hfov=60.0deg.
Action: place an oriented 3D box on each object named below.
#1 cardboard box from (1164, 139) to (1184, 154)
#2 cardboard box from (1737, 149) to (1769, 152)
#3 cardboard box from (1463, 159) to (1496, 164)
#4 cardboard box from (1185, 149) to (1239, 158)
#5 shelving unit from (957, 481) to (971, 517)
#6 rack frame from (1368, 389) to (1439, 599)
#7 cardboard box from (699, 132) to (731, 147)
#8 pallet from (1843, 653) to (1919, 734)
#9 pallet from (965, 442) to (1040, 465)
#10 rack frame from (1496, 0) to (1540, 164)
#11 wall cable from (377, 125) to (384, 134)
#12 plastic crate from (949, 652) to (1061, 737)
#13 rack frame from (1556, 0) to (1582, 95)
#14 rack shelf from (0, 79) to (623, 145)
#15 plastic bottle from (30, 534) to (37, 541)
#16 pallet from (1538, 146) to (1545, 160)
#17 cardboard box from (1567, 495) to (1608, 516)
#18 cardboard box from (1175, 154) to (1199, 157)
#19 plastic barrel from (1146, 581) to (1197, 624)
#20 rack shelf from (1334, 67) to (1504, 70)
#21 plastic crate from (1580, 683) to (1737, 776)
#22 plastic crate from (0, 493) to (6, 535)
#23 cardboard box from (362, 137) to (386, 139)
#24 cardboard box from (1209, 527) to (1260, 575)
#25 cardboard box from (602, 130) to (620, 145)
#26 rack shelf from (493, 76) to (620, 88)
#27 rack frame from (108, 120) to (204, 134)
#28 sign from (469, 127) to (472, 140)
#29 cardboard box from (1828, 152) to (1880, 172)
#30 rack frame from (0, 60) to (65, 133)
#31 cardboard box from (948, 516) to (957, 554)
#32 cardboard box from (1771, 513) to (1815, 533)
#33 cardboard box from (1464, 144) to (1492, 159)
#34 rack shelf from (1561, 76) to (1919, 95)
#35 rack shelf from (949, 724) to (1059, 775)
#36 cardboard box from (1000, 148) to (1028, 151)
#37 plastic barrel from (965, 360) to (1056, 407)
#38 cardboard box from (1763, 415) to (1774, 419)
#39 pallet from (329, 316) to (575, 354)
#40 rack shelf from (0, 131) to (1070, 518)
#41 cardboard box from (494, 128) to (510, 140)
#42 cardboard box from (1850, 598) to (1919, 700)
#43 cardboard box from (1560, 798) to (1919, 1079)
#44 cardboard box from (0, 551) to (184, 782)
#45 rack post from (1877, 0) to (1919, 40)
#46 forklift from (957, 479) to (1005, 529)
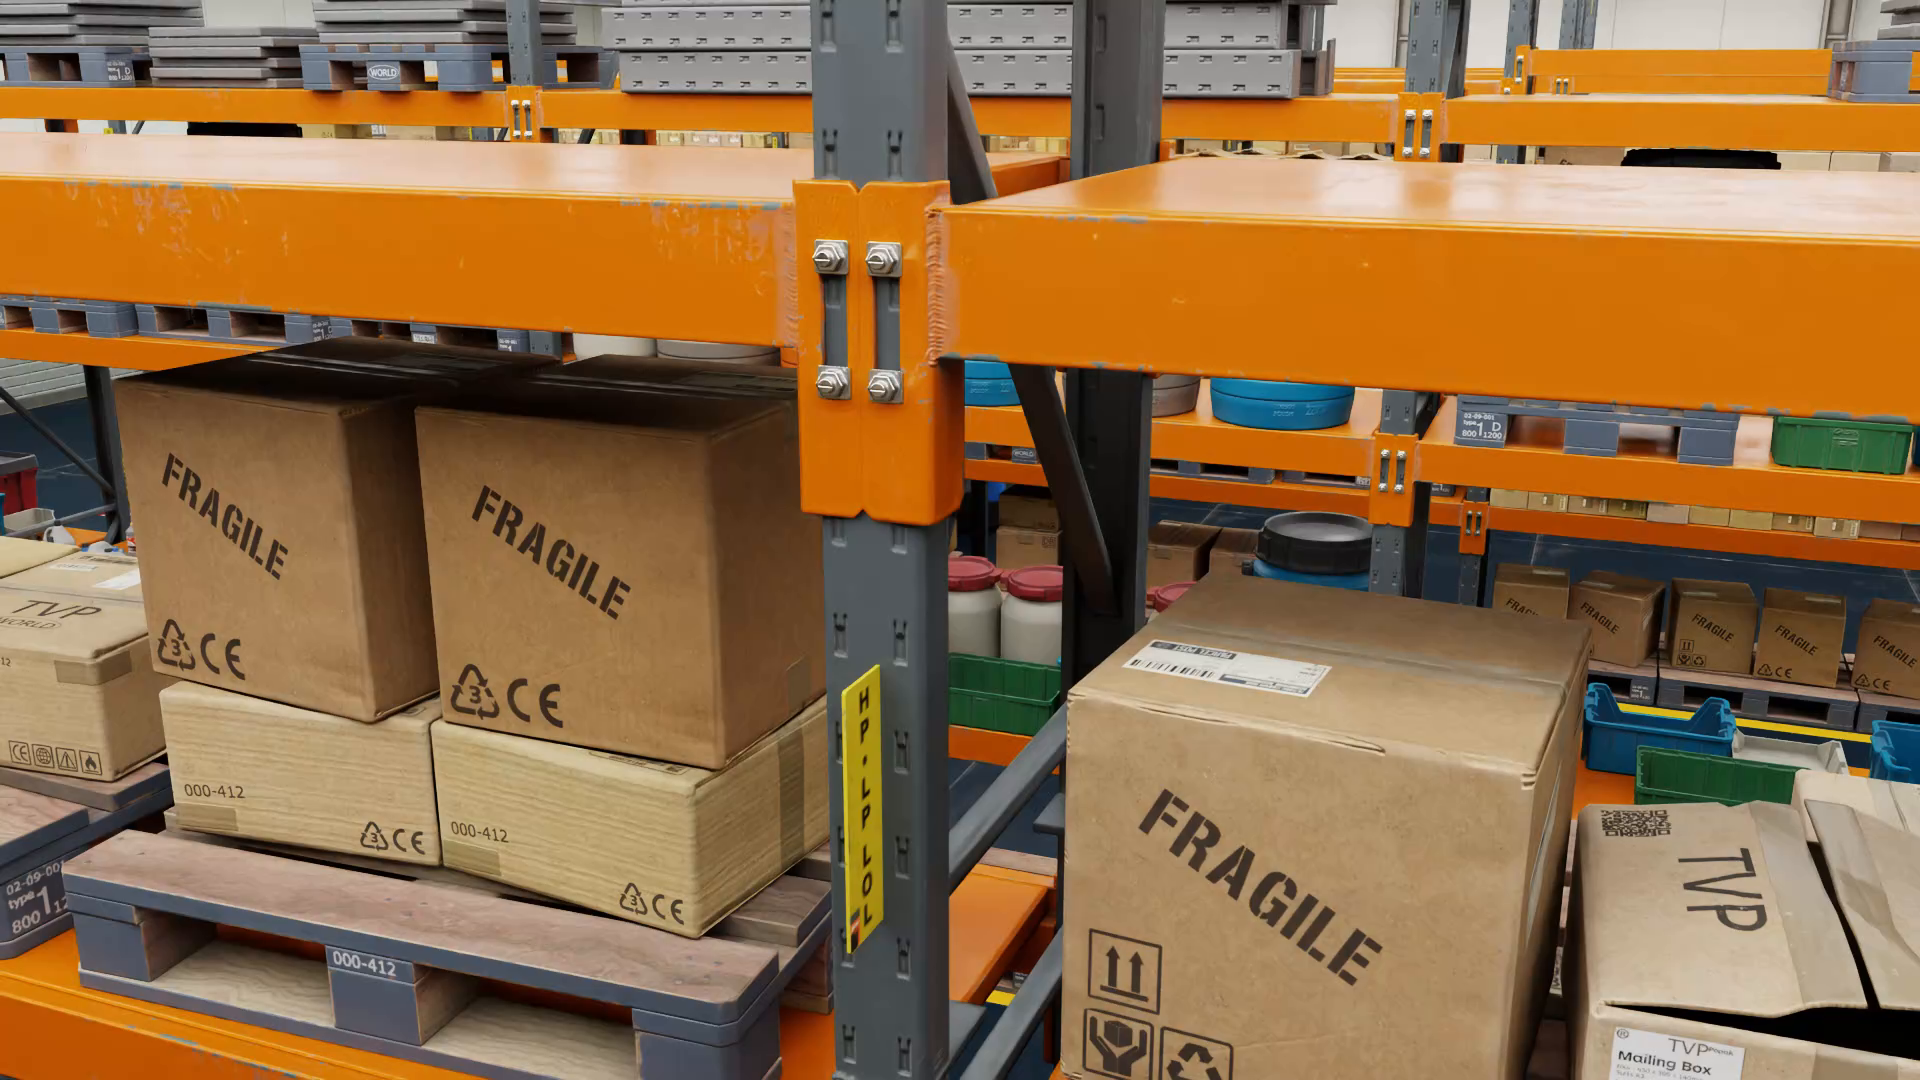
[{"bbox_3d":[2.643,-5.281,21.747,0.500,0.500,0.700,5,17,18],"label":"cardboard box"},{"bbox_3d":[7.030,-3.532,14.745,0.250,0.149,0.380,6,17,21],"label":"cardboard box"},{"bbox_3d":[4.916,-3.484,15.827,0.500,0.250,0.500,6,17,21],"label":"cardboard box"},{"bbox_3d":[2.504,-3.761,16.671,0.500,0.311,0.500,6,17,21],"label":"cardboard box"},{"bbox_3d":[-0.038,-0.953,14.766,0.503,2.100,0.431,2,16,8],"label":"shelving unit"},{"bbox_3d":[1.901,0.725,7.371,0.127,3.000,1.000,6,17,21],"label":"rack frame"},{"bbox_3d":[-2.694,-4.453,18.486,0.250,0.149,0.380,6,17,21],"label":"cardboard box"},{"bbox_3d":[6.626,1.089,11.120,1.213,0.211,1.003,6,17,21],"label":"pallet"},{"bbox_3d":[0.699,-0.831,13.076,1.003,0.211,1.213,6,17,21],"label":"pallet"},{"bbox_3d":[3.718,-3.440,10.959,0.127,3.000,1.000,6,17,21],"label":"rack frame"},{"bbox_3d":[-9.204,-7.747,25.794,0.029,3.000,0.463,6,17,21],"label":"wall cable"},{"bbox_3d":[0.177,0.722,7.762,0.662,0.188,0.450,6,17,21],"label":"plastic crate"},{"bbox_3d":[5.632,-4.716,15.355,0.127,3.000,1.000,6,17,21],"label":"rack frame"},{"bbox_3d":[-3.681,-2.232,8.805,4.000,0.370,1.077,6,17,21],"label":"rack shelf"},{"bbox_3d":[-5.357,0.111,9.696,0.133,0.283,0.061,6,17,21],"label":"plastic bottle"},{"bbox_3d":[8.347,-5.853,24.992,1.217,0.209,0.805,6,17,18],"label":"pallet"},{"bbox_3d":[4.278,-0.291,11.323,0.250,0.149,0.380,6,17,21],"label":"cardboard box"},{"bbox_3d":[1.469,-2.609,12.399,0.500,0.500,0.500,7,17,22],"label":"cardboard box"},{"bbox_3d":[1.091,0.505,7.885,0.433,0.535,0.433,0,16,0],"label":"plastic barrel"},{"bbox_3d":[7.312,-6.965,25.109,4.000,0.370,1.077,6,17,21],"label":"rack shelf"},{"bbox_3d":[3.030,0.840,7.244,0.616,0.251,0.499,6,17,21],"label":"plastic crate"},{"bbox_3d":[-6.101,-0.073,10.043,0.575,0.384,0.392,6,17,21],"label":"plastic crate"},{"bbox_3d":[-5.407,-3.327,14.837,0.500,0.500,0.700,7,18,23],"label":"cardboard box"},{"bbox_3d":[2.197,0.251,12.700,0.500,0.500,0.700,5,17,16],"label":"cardboard box"},{"bbox_3d":[-3.879,-4.604,19.006,0.250,0.149,0.380,7,18,23],"label":"cardboard box"},{"bbox_3d":[-1.863,-3.516,13.230,4.000,0.370,1.077,6,17,21],"label":"rack shelf"},{"bbox_3d":[-7.445,-4.668,15.188,0.127,3.000,1.000,6,17,21],"label":"rack frame"},{"bbox_3d":[-5.730,-4.782,19.395,0.005,0.325,0.100,6,17,21],"label":"sign"},{"bbox_3d":[7.864,-3.268,14.548,0.500,0.250,0.500,6,17,20],"label":"cardboard box"},{"bbox_3d":[-5.541,-2.974,9.353,0.127,3.000,1.000,6,17,21],"label":"rack frame"},{"bbox_3d":[-0.637,-0.226,13.705,0.875,0.875,1.225,5,17,18],"label":"cardboard box"},{"bbox_3d":[5.457,-0.175,10.922,0.250,0.149,0.380,6,17,21],"label":"cardboard box"},{"bbox_3d":[6.289,-4.775,20.452,0.500,0.250,0.500,7,17,21],"label":"cardboard box"},{"bbox_3d":[7.493,-3.974,14.806,4.000,0.370,1.077,6,17,21],"label":"rack shelf"},{"bbox_3d":[0.040,0.866,8.176,4.000,0.370,1.077,6,17,21],"label":"rack shelf"},{"bbox_3d":[0.543,-3.959,17.949,0.500,0.500,0.500,6,17,21],"label":"cardboard box"},{"bbox_3d":[0.131,-1.085,7.329,0.708,0.901,0.600,6,17,21],"label":"plastic barrel"},{"bbox_3d":[5.443,-0.968,10.697,0.500,0.500,0.500,6,17,21],"label":"cardboard box"},{"bbox_3d":[-2.496,-1.137,8.745,1.213,0.211,1.003,6,17,21],"label":"pallet"},{"bbox_3d":[-1.781,-0.538,2.971,4.000,0.370,1.077,6,17,21],"label":"rack shelf"},{"bbox_3d":[-5.313,-4.771,19.579,0.250,0.149,0.380,6,17,20],"label":"cardboard box"},{"bbox_3d":[6.296,0.728,11.091,0.500,0.500,0.500,12,20,35],"label":"cardboard box"},{"bbox_3d":[0.954,0.518,1.860,0.500,0.311,0.500,5,17,18],"label":"cardboard box"},{"bbox_3d":[-1.676,0.228,3.220,0.500,0.250,0.500,5,17,16],"label":"cardboard box"},{"bbox_3d":[3.808,-1.900,5.790,0.954,0.300,0.937,6,17,20],"label":"rack post"},{"bbox_3d":[-0.363,-1.855,16.382,1.130,2.935,3.031,-3,17,-11],"label":"forklift"}]
